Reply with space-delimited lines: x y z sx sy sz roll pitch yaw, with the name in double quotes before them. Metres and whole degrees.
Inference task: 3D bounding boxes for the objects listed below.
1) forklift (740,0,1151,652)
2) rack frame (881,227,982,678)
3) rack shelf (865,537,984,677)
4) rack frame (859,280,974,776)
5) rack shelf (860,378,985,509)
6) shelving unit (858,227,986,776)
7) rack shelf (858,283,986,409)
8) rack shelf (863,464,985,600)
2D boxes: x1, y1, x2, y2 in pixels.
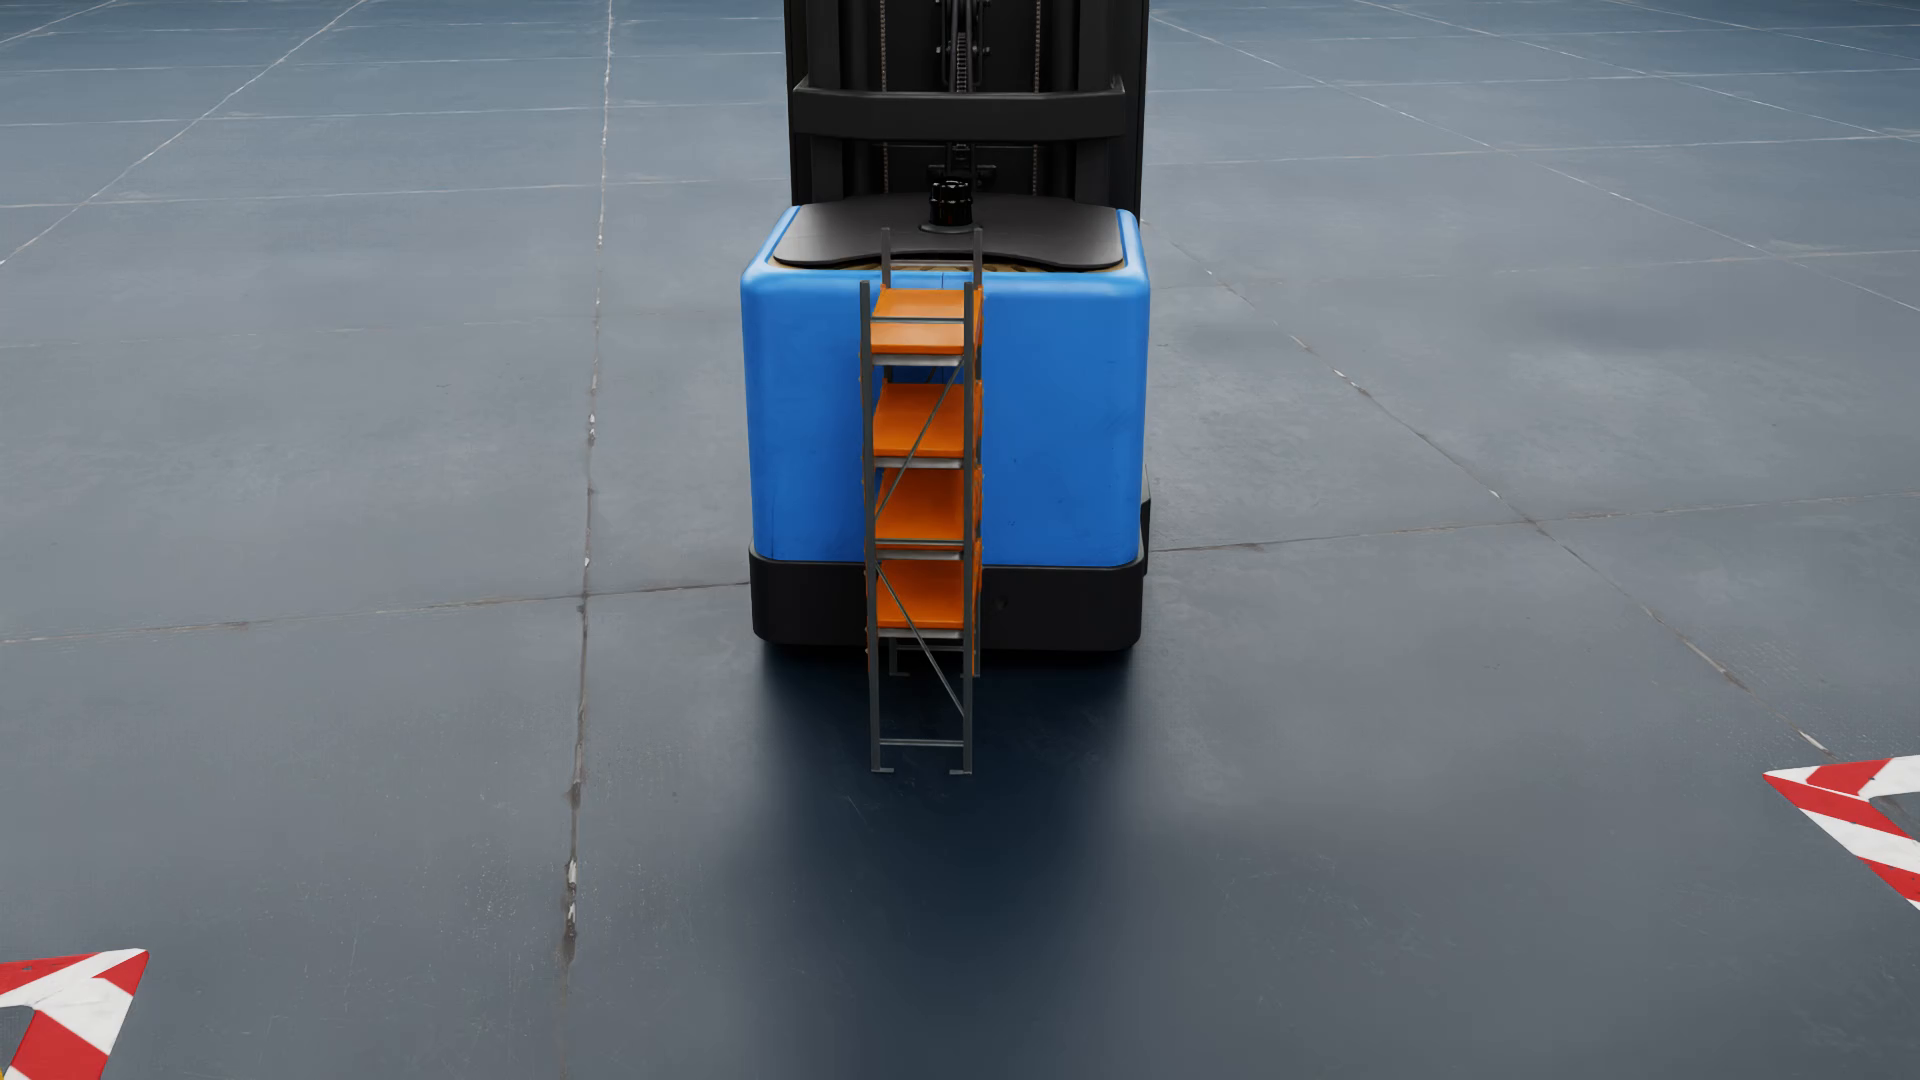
"forklift" 0.031 -1.595 5.240 1.130 2.935 3.031 1 24 3
"rack frame" -0.067 -0.188 4.182 0.240 1.200 0.015 1 24 3
"rack shelf" -0.079 0.153 4.065 0.258 0.148 0.480 1 24 3
"rack frame" -0.091 0.007 3.735 0.240 1.200 0.015 1 24 3
"rack shelf" -0.079 -0.234 3.896 0.258 0.148 0.480 1 24 3
"shelving unit" -0.079 -0.091 3.958 0.258 1.200 0.503 1 24 3
"rack shelf" -0.079 -0.451 3.801 0.258 0.148 0.480 1 24 3
"rack shelf" -0.079 -0.029 3.985 0.258 0.148 0.480 1 24 3
